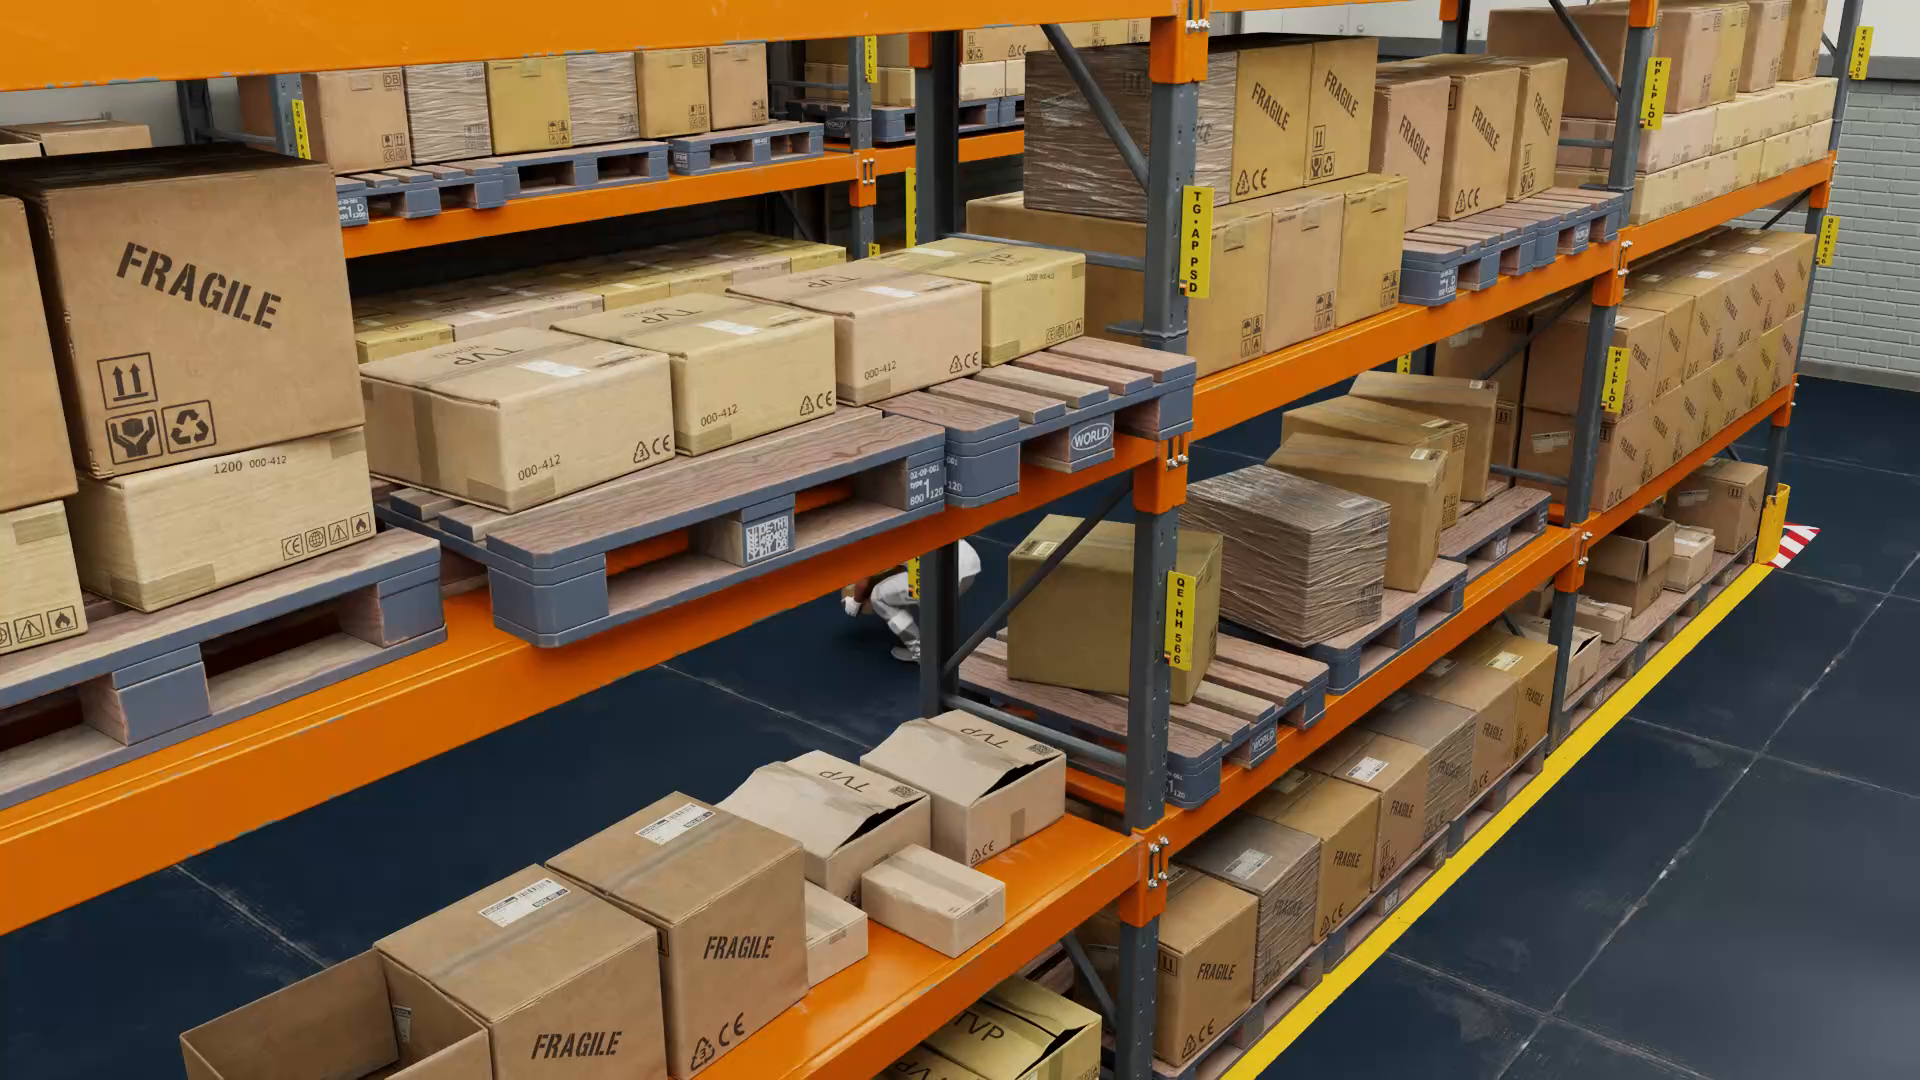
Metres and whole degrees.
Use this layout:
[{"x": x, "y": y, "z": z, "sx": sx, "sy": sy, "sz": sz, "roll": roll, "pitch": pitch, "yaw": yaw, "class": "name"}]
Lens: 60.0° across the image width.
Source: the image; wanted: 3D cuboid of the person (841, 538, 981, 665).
[{"x": -0.311, "y": 0.212, "z": 10.134, "sx": 0.909, "sy": 0.990, "sz": 0.530, "roll": 15, "pitch": 25, "yaw": 35, "class": "person"}]
